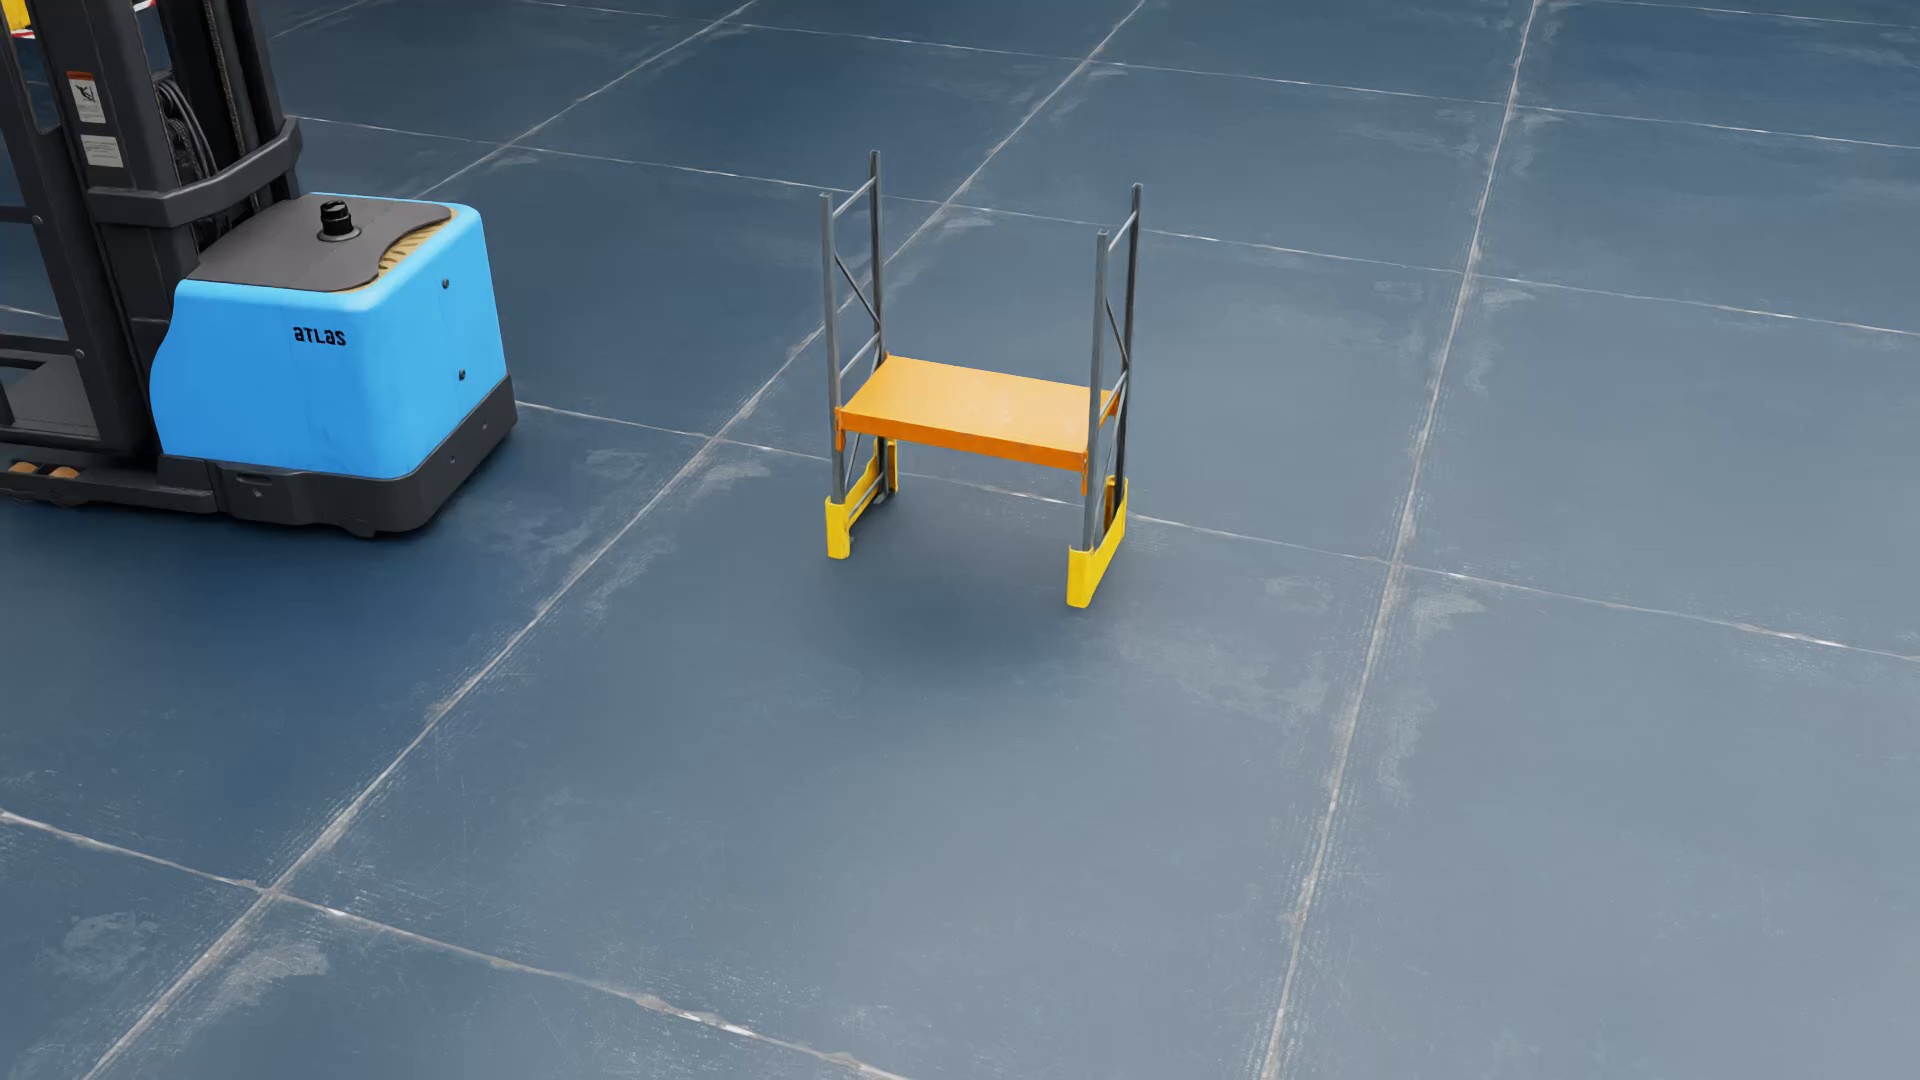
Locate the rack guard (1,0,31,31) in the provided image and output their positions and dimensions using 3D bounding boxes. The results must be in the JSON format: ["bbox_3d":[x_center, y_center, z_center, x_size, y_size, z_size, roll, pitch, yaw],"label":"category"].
[{"bbox_3d":[-7.280,-4.459,13.195,0.348,0.500,1.175,11,34,16],"label":"rack guard"}]

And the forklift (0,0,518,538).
[{"bbox_3d":[-3.551,-1.640,6.588,3.031,2.935,1.130,7,33,10],"label":"forklift"}]

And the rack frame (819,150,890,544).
[{"bbox_3d":[-0.398,-0.707,6.463,0.032,1.500,0.500,11,34,16],"label":"rack frame"}]

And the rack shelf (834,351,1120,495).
[{"bbox_3d":[0.080,-0.463,6.417,1.000,0.185,0.538,11,34,16],"label":"rack shelf"}]

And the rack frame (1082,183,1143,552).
[{"bbox_3d":[0.559,-0.521,6.175,0.032,1.500,0.500,11,34,16],"label":"rack frame"}]

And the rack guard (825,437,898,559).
[{"bbox_3d":[-0.397,-0.182,6.802,0.087,0.250,0.587,11,34,16],"label":"rack guard"}]

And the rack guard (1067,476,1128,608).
[{"bbox_3d":[0.541,0.000,6.519,0.087,0.250,0.587,11,34,16],"label":"rack guard"}]

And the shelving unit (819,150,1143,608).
[{"bbox_3d":[0.072,-0.616,6.322,1.083,1.500,0.587,11,34,16],"label":"shelving unit"}]
